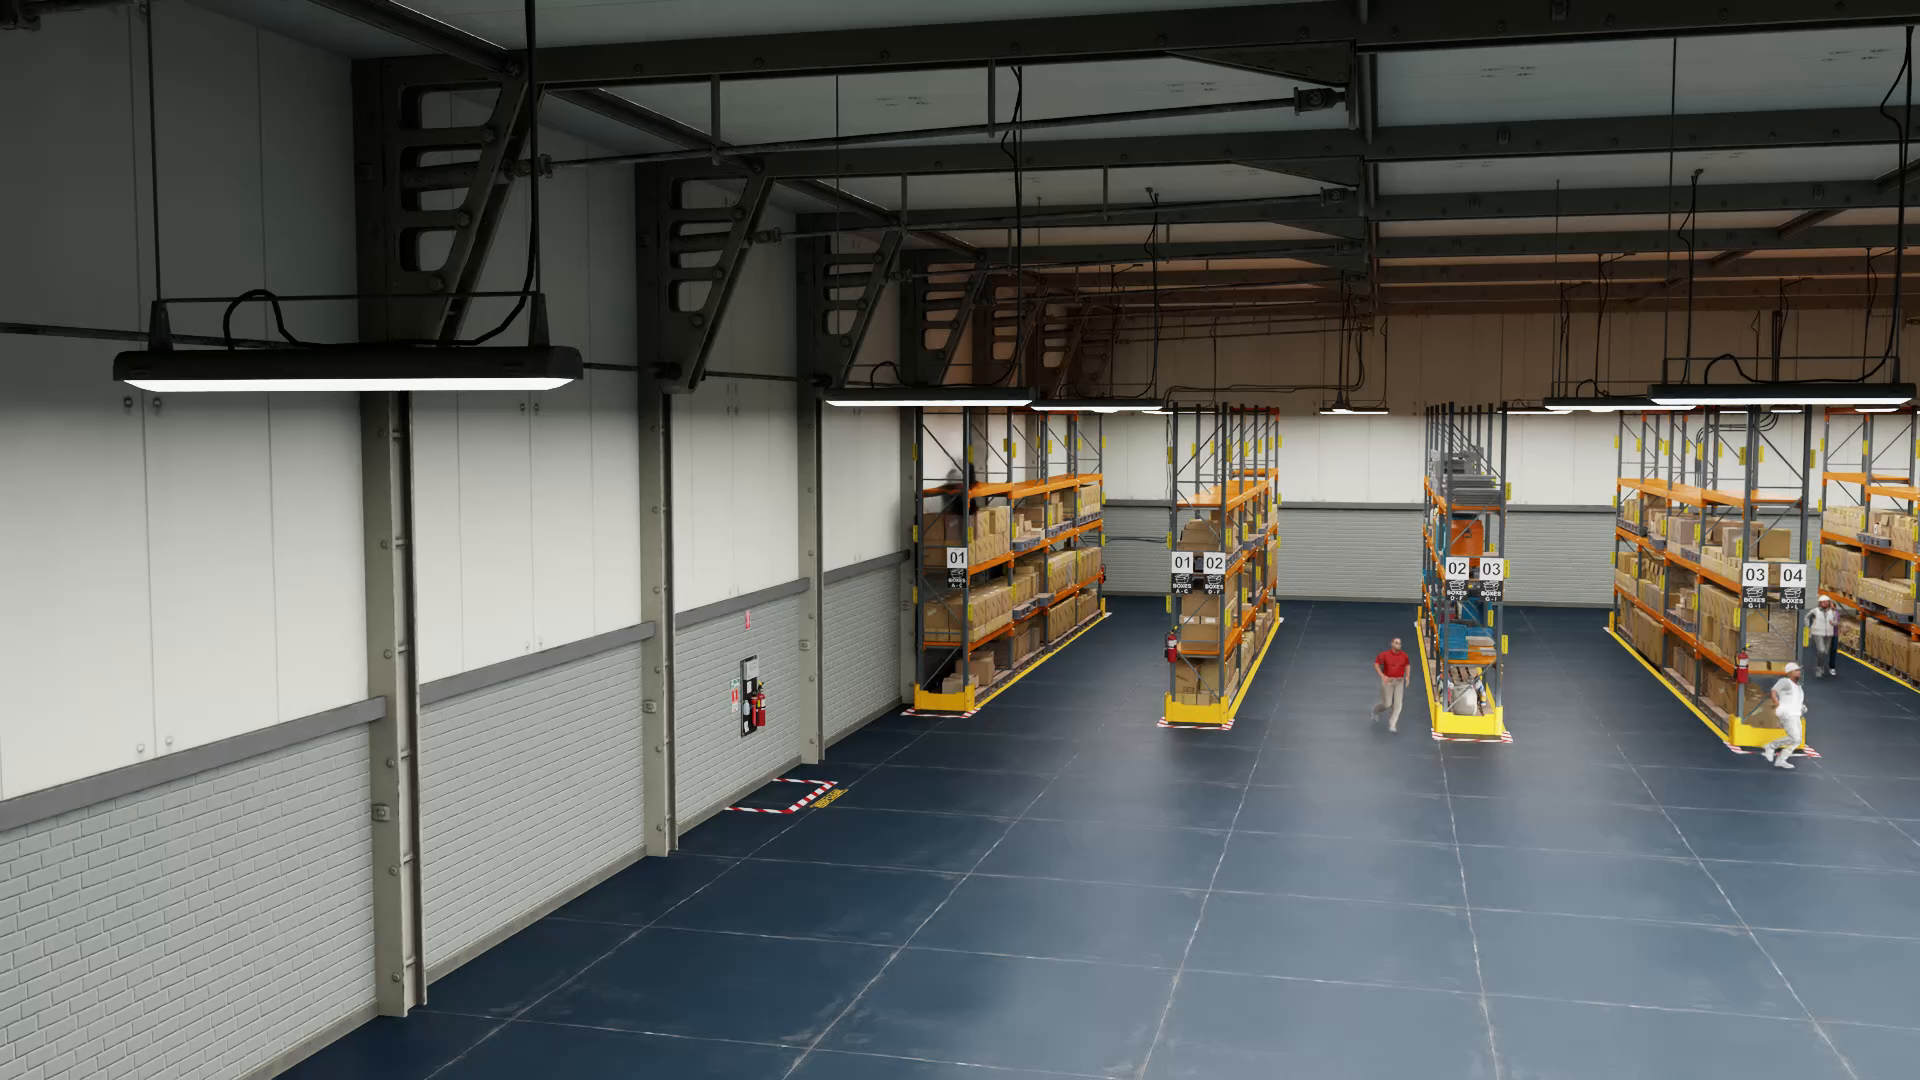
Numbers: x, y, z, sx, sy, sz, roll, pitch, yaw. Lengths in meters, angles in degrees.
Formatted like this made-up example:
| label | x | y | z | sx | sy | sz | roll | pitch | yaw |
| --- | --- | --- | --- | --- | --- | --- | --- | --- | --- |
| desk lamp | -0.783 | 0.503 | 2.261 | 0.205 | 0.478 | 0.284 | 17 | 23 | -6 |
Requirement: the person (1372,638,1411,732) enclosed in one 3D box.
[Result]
| label | x | y | z | sx | sy | sz | roll | pitch | yaw |
| --- | --- | --- | --- | --- | --- | --- | --- | --- | --- |
| person | 7.958 | 2.650 | 30.594 | 0.698 | 1.729 | 0.688 | -1 | 4 | -10 |

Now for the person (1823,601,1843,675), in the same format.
| label | x | y | z | sx | sy | sz | roll | pitch | yaw |
| --- | --- | --- | --- | --- | --- | --- | --- | --- | --- |
| person | 19.516 | 2.173 | 37.313 | 0.565 | 1.613 | 0.770 | 1 | 4 | 12 |

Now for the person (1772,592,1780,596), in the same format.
| label | x | y | z | sx | sy | sz | roll | pitch | yaw |
| --- | --- | --- | --- | --- | --- | --- | --- | --- | --- |
| person | 21.579 | 1.616 | 44.229 | 0.593 | 1.675 | 0.850 | -2 | 5 | -26 |

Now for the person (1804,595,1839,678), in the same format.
| label | x | y | z | sx | sy | sz | roll | pitch | yaw |
| --- | --- | --- | --- | --- | --- | --- | --- | --- | --- |
| person | 19.044 | 2.131 | 36.725 | 0.624 | 1.831 | 0.752 | 0 | 4 | 3 |

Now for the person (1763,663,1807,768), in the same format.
| label | x | y | z | sx | sy | sz | roll | pitch | yaw |
| --- | --- | --- | --- | --- | --- | --- | --- | --- | --- |
| person | 13.571 | 2.856 | 27.256 | 0.703 | 1.689 | 0.563 | -4 | 6 | -42 |
